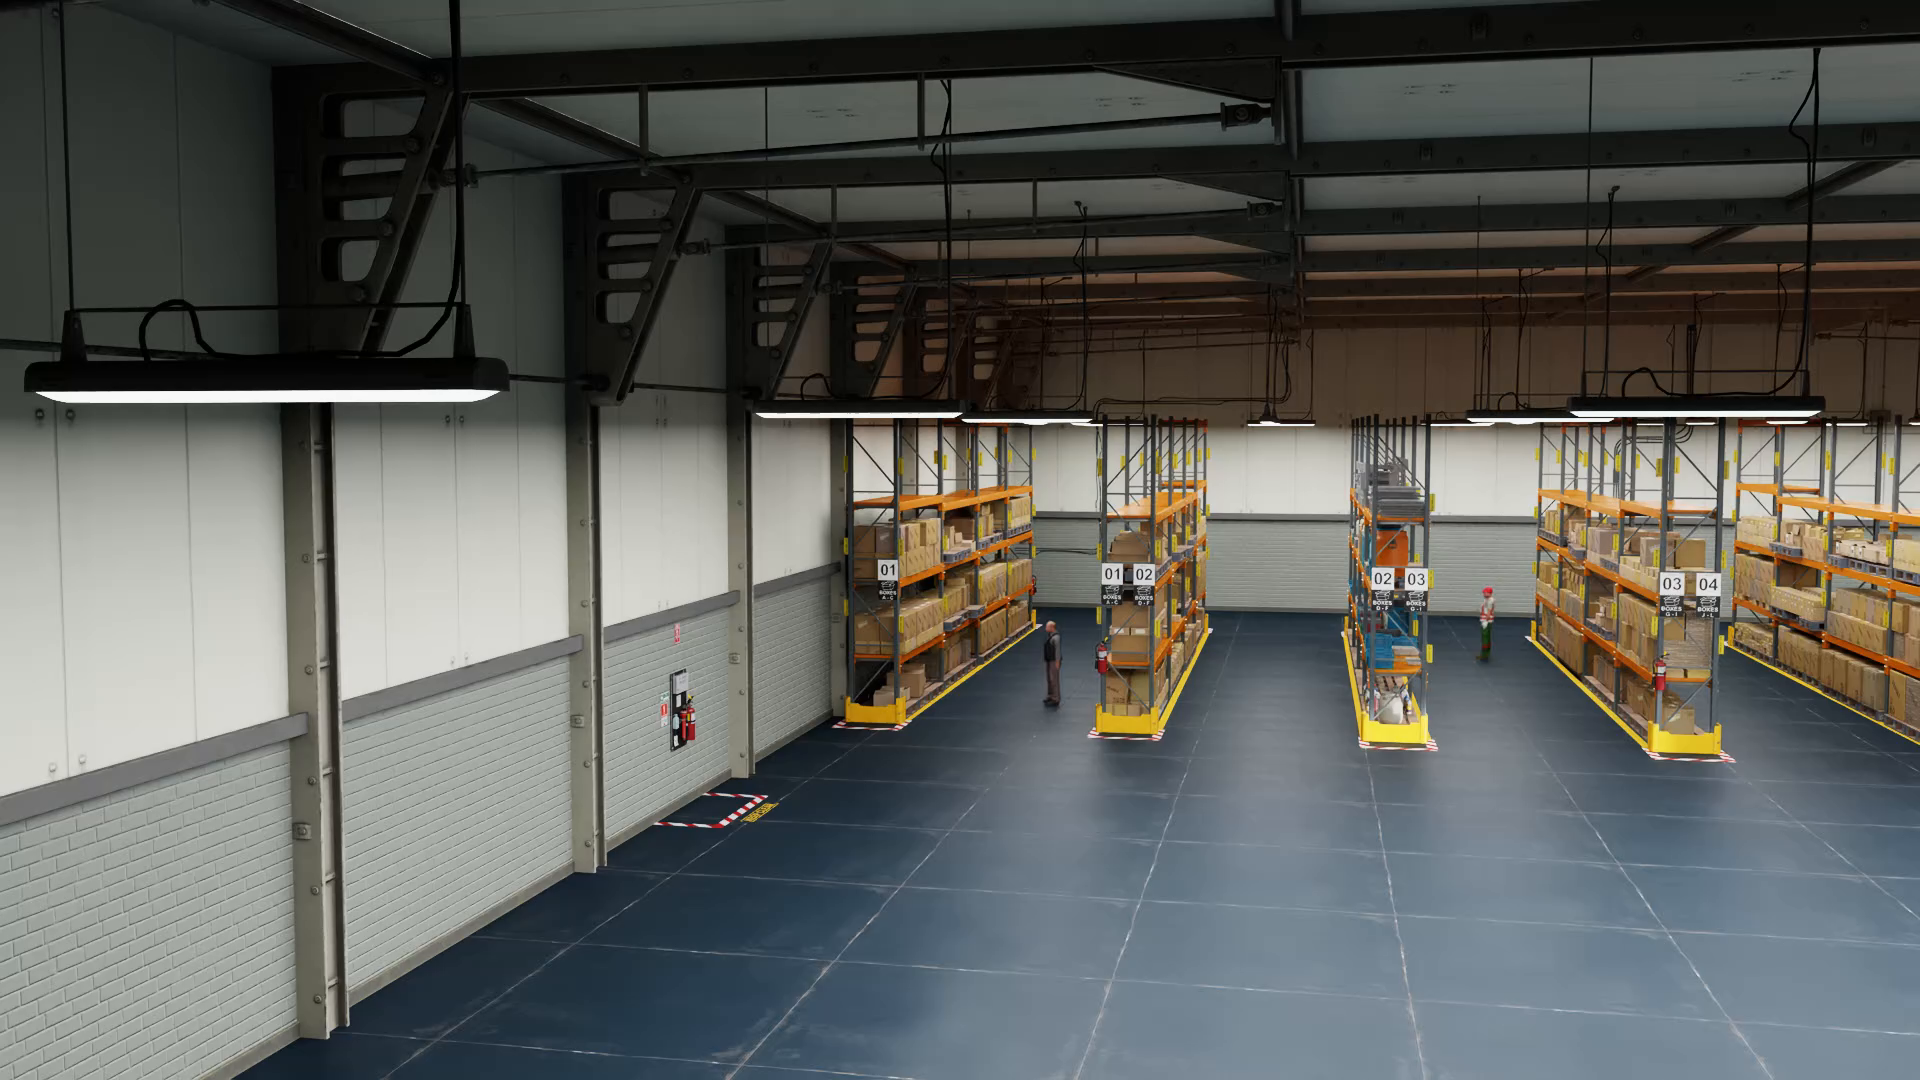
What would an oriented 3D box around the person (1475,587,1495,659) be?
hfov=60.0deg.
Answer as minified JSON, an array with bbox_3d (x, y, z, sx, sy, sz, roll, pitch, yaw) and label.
[{"bbox_3d":[13.117,2.065,41.537,0.454,1.792,0.601,2,4,24],"label":"person"}]

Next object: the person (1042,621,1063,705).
[{"bbox_3d":[1.929,2.561,34.654,0.412,1.708,0.588,0,4,-7],"label":"person"}]
